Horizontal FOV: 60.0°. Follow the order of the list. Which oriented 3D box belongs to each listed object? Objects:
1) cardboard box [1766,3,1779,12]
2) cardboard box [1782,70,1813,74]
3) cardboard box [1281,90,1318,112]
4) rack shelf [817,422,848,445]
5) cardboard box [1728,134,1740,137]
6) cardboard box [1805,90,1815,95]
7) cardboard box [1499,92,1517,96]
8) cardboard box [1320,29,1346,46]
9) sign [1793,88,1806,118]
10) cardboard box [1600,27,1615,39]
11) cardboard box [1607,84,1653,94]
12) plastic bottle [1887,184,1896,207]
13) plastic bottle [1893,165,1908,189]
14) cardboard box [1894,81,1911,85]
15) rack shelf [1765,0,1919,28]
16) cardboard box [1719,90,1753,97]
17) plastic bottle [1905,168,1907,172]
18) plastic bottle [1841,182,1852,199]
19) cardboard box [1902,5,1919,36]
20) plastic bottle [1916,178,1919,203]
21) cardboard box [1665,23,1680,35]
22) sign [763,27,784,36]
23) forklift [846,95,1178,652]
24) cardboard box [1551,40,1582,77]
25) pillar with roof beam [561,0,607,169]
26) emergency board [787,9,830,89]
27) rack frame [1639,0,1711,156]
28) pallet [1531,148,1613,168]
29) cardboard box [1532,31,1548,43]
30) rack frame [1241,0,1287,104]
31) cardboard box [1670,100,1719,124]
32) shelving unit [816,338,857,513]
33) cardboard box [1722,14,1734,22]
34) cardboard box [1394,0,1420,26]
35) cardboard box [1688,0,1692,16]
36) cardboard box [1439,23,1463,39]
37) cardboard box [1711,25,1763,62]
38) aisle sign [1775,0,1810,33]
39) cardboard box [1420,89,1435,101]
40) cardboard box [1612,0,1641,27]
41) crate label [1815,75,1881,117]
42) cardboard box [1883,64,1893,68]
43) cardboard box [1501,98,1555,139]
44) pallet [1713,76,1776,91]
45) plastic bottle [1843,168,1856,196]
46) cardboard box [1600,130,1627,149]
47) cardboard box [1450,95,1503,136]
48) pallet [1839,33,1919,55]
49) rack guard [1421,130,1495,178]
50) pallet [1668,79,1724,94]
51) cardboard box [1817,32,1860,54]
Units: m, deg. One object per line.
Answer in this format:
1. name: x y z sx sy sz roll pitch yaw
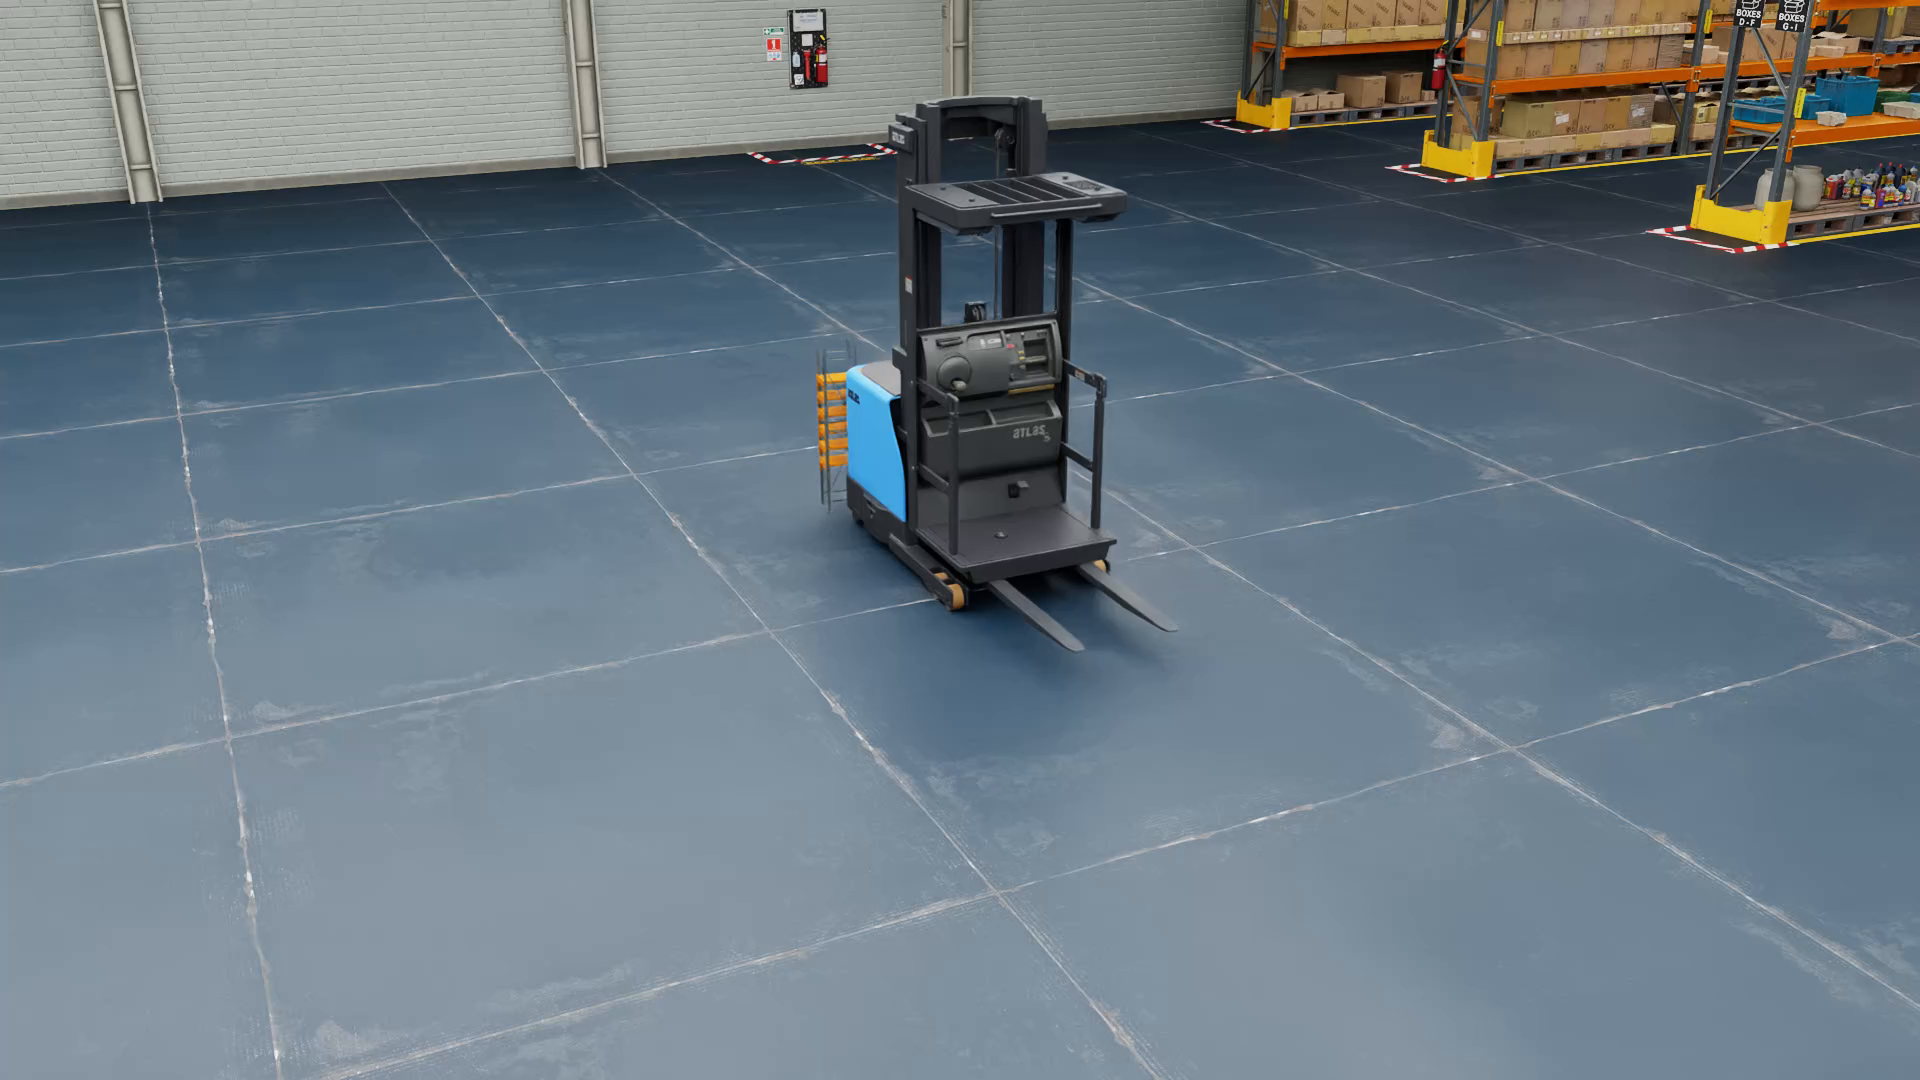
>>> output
1. cardboard box: 15.610 -10.512 32.177 0.500 0.500 0.500 -11 25 -24
2. cardboard box: 16.635 -9.610 33.264 0.500 0.500 0.700 -10 25 -23
3. cardboard box: 5.766 -7.537 28.476 0.500 0.311 0.500 -14 26 -30
4. rack shelf: -0.847 -0.751 11.611 0.258 0.103 0.180 -8 24 -18
5. cardboard box: 11.792 -6.438 25.928 0.500 0.250 0.500 -10 24 -22
6. cardboard box: 13.634 -7.035 26.636 0.500 0.311 0.500 -11 25 -24
7. cardboard box: 9.808 -8.435 30.398 0.500 0.500 0.700 -11 25 -25
8. cardboard box: 6.143 -8.495 28.019 0.500 0.250 0.500 -11 25 -25
9. sign: 9.635 -5.015 19.082 0.005 0.325 0.100 -10 25 -24
10. cardboard box: 9.325 -7.421 24.276 0.250 0.149 0.380 -10 24 -22
11. cardboard box: 10.306 -6.750 25.700 0.500 0.500 0.500 -10 25 -24
12. plastic bottle: 11.569 -4.287 20.677 0.097 0.271 0.097 0 22 0
13. plastic bottle: 12.160 -4.680 21.522 0.185 0.351 0.144 -10 25 -24
14. cardboard box: 15.672 -7.483 28.098 0.500 0.500 0.500 -11 25 -26
15. rack shelf: 11.203 -6.463 19.960 4.000 0.370 1.077 -10 25 -24
16. cardboard box: 12.472 -7.050 26.673 0.500 0.311 0.500 -11 25 -24
17. plastic bottle: 12.248 -4.721 21.720 0.135 0.276 0.152 -9 24 -22
18. plastic bottle: 11.300 -4.459 21.185 0.097 0.201 0.097 0 22 0
19. cardboard box: 15.890 -8.582 27.381 0.500 0.500 0.700 -6 23 -14
20. plastic bottle: 12.086 -4.429 20.916 0.185 0.351 0.144 -11 25 -24
21. cardboard box: 10.484 -7.636 24.795 0.250 0.149 0.380 -11 25 -25
22. sign: -2.825 -7.717 25.232 0.331 0.109 0.001 -10 25 -24
23. forklift: 0.294 -1.110 10.099 1.130 2.935 3.031 -10 25 -23
24. cardboard box: 8.603 -7.074 24.286 0.500 0.500 0.700 -10 25 -23
25. pillar with roof beam: -3.586 -8.204 19.304 0.400 9.000 9.100 -10 25 -24
26. emergency board: -2.290 -7.514 25.481 0.643 1.169 0.194 -10 25 -24
27. rack frame: 10.860 -7.449 25.323 0.127 3.000 1.000 -10 25 -24
28. pallet: 9.024 -5.839 25.080 1.213 0.211 1.003 -10 25 -24
29. cardboard box: 8.165 -7.208 23.762 0.250 0.149 0.380 -10 25 -23
30. rack frame: 5.104 -8.492 27.843 0.127 3.000 1.000 -10 25 -24
31. cardboard box: 11.340 -6.614 25.620 0.500 0.311 0.500 -10 25 -23
32. shelving unit: -0.847 -0.792 11.594 0.258 1.200 0.189 -8 24 -18
33. cardboard box: 14.571 -10.026 31.852 0.250 0.149 0.380 -11 25 -25
34. cardboard box: 7.511 -9.092 28.483 0.500 0.500 0.500 -11 25 -25
35. cardboard box: 13.337 -10.088 31.153 0.500 0.500 0.500 -10 24 -22
36. cardboard box: 8.413 -8.912 29.029 0.500 0.250 0.500 -10 25 -23
37. cardboard box: 12.034 -7.704 25.810 0.500 0.500 0.500 -9 24 -20
38. aisle sign: 9.463 -6.166 18.825 0.004 0.787 0.394 -10 25 -24
39. cardboard box: 8.239 -7.951 29.664 0.250 0.166 0.380 -14 26 -30
40. cardboard box: 9.557 -7.852 24.469 0.500 0.500 0.700 -10 25 -24
41. crate label: 10.942 -5.493 20.551 0.616 0.435 0.502 -10 25 -24
42. cardboard box: 18.934 -10.035 34.289 0.500 0.500 0.700 -10 25 -24
43. cardboard box: 8.285 -6.151 24.254 0.500 0.500 0.500 -10 25 -24
44. pallet: 15.254 -9.040 32.813 1.213 0.211 1.003 -10 25 -24
45. plastic bottle: 11.377 -4.597 21.322 0.185 0.351 0.144 -9 24 -21
46. cardboard box: 9.638 -6.053 24.996 0.500 0.250 0.500 -10 25 -24
47. cardboard box: 7.610 -6.247 24.485 0.500 0.500 0.500 -10 25 -24
48. pallet: 15.045 -8.160 27.293 1.003 0.211 1.213 -10 25 -24
49. rack guard: 7.234 -5.627 24.189 0.348 0.500 1.175 -10 25 -24
50. pallet: 14.153 -8.836 32.321 1.213 0.211 1.003 -10 25 -24
51. cardboard box: 14.118 -8.026 26.834 0.500 0.311 0.500 -9 24 -20
